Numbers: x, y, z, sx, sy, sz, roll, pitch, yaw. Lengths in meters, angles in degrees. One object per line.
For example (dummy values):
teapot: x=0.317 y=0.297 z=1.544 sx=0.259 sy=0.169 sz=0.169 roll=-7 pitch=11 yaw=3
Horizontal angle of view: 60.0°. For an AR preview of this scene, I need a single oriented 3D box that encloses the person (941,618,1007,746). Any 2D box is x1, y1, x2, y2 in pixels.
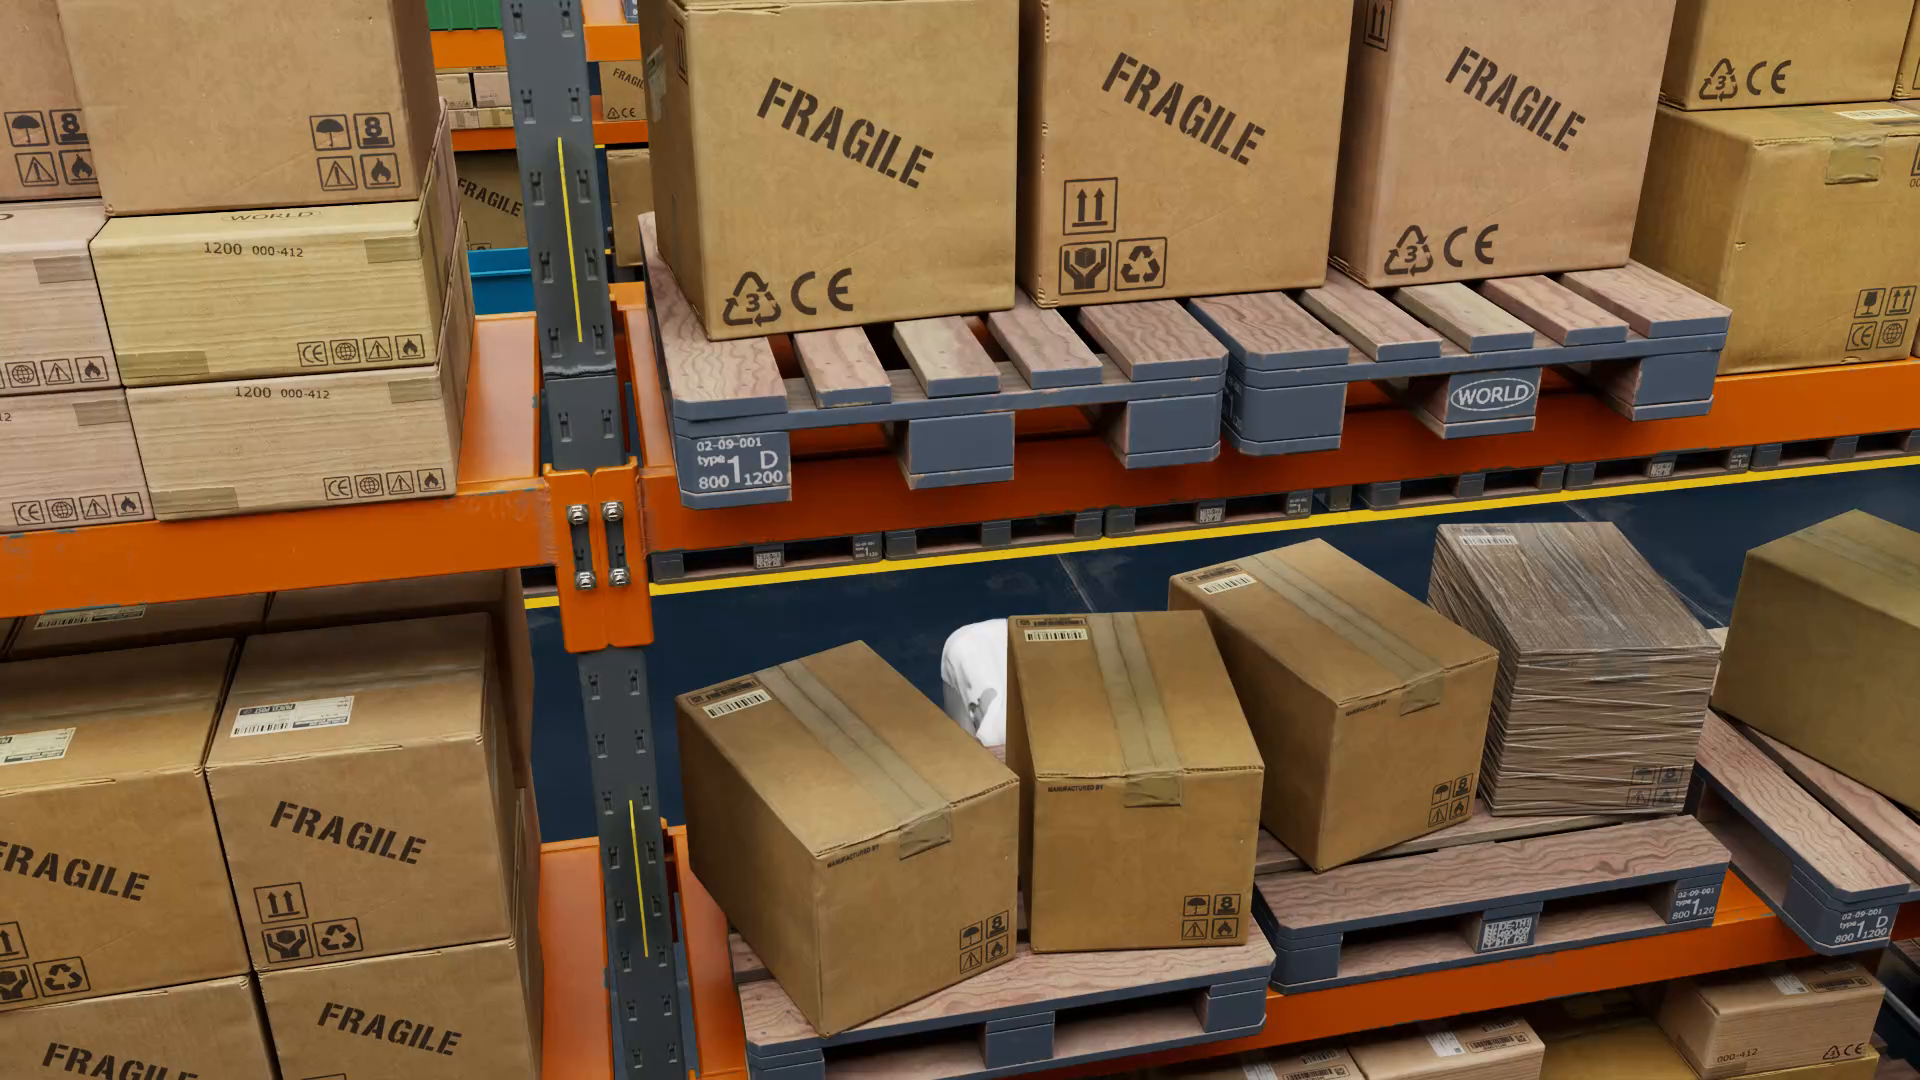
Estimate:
person: x=0.241 y=0.843 z=6.375 sx=0.519 sy=0.916 sz=1.001 roll=-7 pitch=27 yaw=-14
